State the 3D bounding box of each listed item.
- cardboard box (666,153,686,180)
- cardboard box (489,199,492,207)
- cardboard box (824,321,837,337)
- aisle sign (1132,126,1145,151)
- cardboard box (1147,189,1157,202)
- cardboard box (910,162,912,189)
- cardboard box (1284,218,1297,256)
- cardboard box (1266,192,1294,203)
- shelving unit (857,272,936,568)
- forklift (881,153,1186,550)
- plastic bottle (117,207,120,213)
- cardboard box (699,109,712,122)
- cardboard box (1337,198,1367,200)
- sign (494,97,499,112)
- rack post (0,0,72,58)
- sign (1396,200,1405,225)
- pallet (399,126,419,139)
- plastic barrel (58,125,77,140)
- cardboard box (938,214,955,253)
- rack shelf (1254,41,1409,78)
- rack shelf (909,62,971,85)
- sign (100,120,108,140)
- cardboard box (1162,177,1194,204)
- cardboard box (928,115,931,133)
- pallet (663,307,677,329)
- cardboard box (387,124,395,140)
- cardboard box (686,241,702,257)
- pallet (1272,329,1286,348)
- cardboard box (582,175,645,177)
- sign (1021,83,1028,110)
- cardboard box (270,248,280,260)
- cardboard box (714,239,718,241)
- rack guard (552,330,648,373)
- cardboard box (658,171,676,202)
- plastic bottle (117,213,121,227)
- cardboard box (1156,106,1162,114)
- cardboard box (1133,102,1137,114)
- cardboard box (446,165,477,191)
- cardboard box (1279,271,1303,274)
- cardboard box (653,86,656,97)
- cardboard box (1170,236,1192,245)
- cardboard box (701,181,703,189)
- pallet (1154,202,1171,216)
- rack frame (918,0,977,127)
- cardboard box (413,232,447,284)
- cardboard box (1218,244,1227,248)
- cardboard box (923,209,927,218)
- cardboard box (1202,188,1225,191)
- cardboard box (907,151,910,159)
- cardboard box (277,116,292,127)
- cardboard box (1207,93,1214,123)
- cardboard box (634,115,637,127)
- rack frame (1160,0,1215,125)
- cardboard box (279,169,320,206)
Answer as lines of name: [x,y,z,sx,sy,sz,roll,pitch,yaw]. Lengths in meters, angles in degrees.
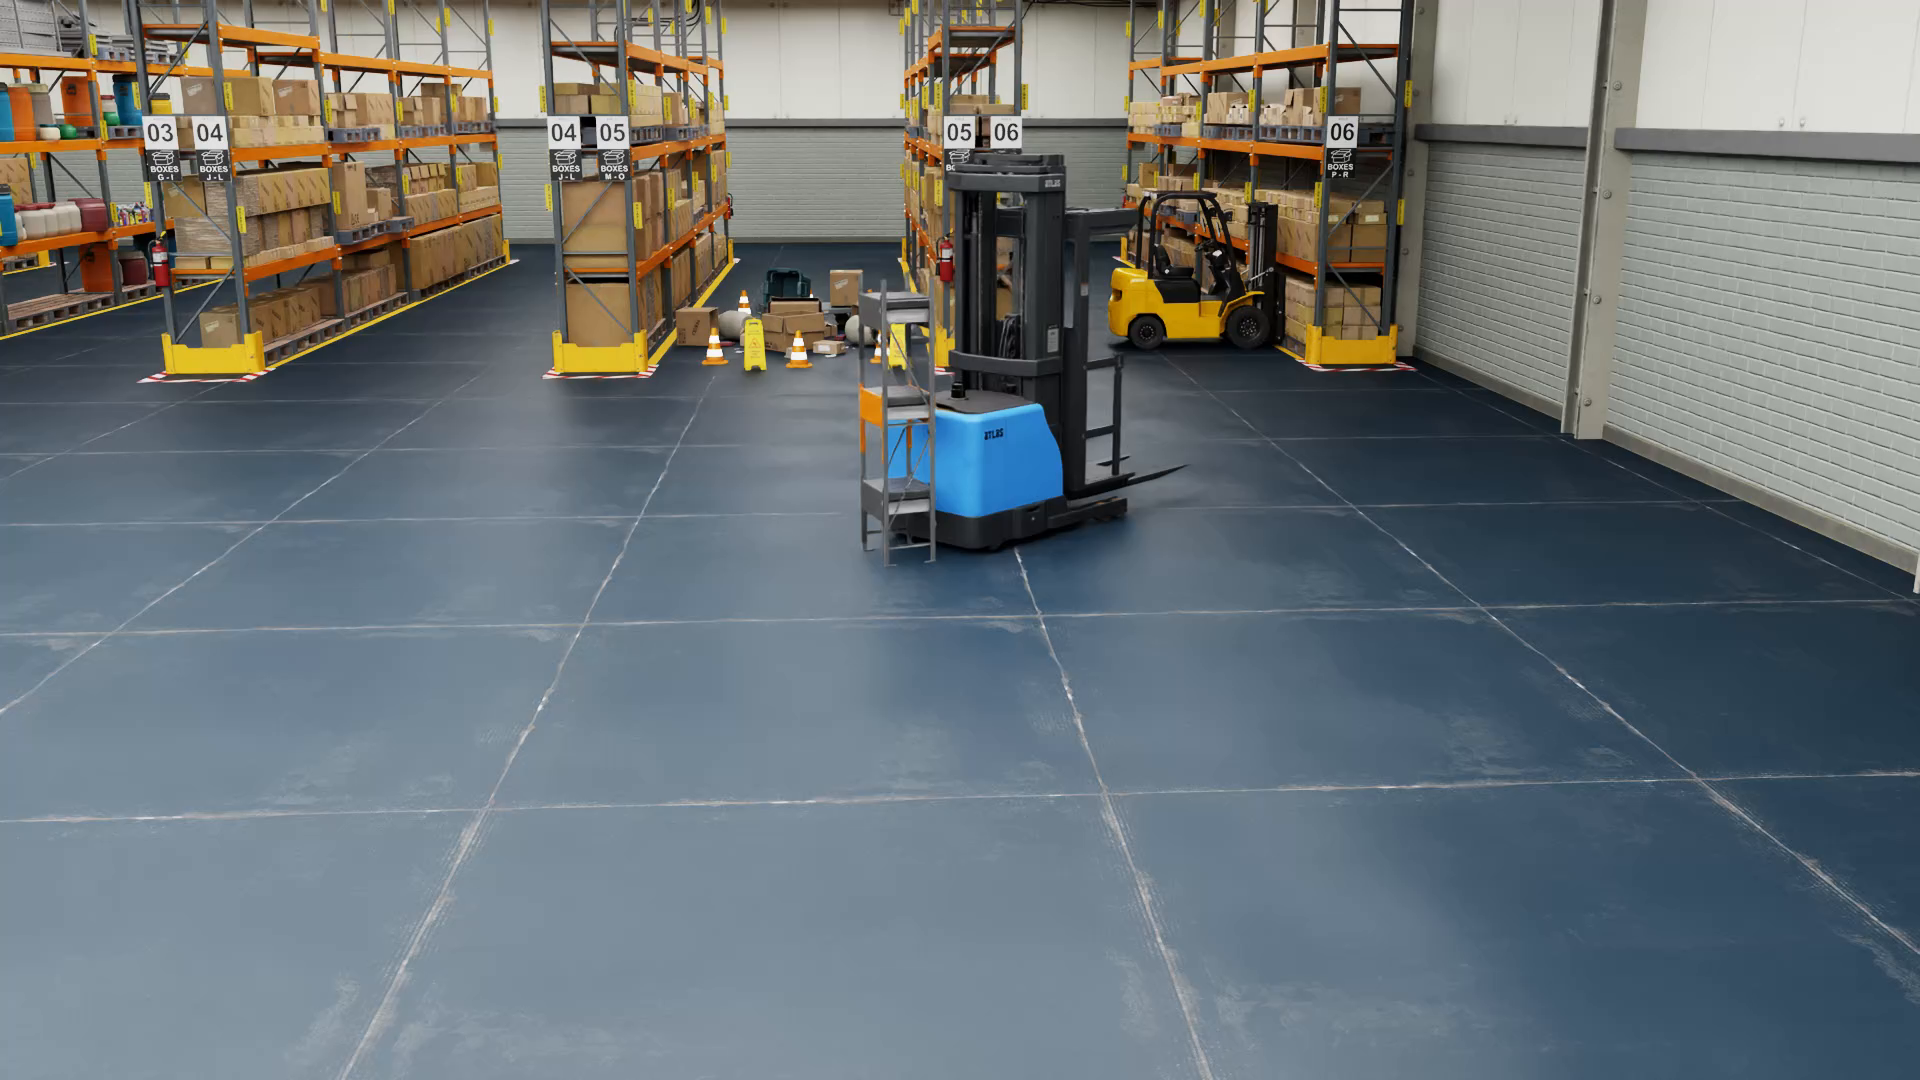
cardboard box: [-5.699,-7.440,33.118,0.500,0.500,0.500,-1,14,-5]
cardboard box: [-10.206,-7.199,35.491,0.380,0.149,0.250,-1,14,-2]
cardboard box: [-2.061,-3.203,24.940,0.258,0.266,0.396,-13,20,-42]
aisle sign: [3.944,-9.096,37.141,0.394,0.787,0.004,-1,14,-3]
cardboard box: [4.168,-7.148,34.493,0.500,0.250,0.500,-1,14,-3]
cardboard box: [-0.725,-7.171,32.669,0.500,0.500,0.500,-1,14,-3]
cardboard box: [4.885,-4.268,23.396,0.500,0.500,0.500,-1,14,-4]
cardboard box: [4.753,-5.070,24.613,0.380,0.149,0.250,-1,14,-2]
shelving unit: [-0.465,-0.890,12.271,0.431,2.100,0.503,-6,16,-22]
forklift: [0.736,-1.642,13.525,1.130,2.935,3.031,13,19,40]
plastic bottle: [-15.444,-5.976,30.490,0.097,0.271,0.097,0,14,0]
cardboard box: [-5.190,-8.396,32.916,0.500,0.250,0.500,0,14,-2]
cardboard box: [5.411,-4.631,22.907,0.380,0.149,0.250,-1,14,-3]
sign: [-10.062,-9.442,36.065,0.100,0.325,0.005,-1,14,-3]
rack post: [-15.012,-8.023,25.750,1.013,1.000,3.121,-1,14,-3]
sign: [5.786,-4.310,21.861,0.100,0.325,0.005,-1,14,-3]
pallet: [-10.201,-7.125,29.057,1.213,0.211,1.003,0,14,-1]
plastic barrel: [-14.985,-6.845,27.900,0.294,0.245,0.294,0,14,0]
cardboard box: [-0.030,-4.091,22.108,0.500,0.500,0.500,-1,14,-4]
rack shelf: [5.108,-6.706,23.276,1.077,0.370,4.000,-1,14,-3]
rack shelf: [-0.341,-8.618,30.707,1.077,0.370,4.000,-1,14,-3]
sign: [-14.503,-6.940,28.170,0.100,0.325,0.005,-1,14,-3]
cardboard box: [4.328,-6.829,32.504,0.700,0.500,0.500,-1,14,-3]
cardboard box: [-0.216,-6.173,24.682,0.500,0.250,0.500,-1,14,-5]
pallet: [-5.027,-3.501,26.210,1.003,0.211,1.213,-1,14,-3]
cardboard box: [-9.834,-6.870,27.988,0.500,0.250,0.500,-1,14,-3]
cardboard box: [-4.984,-5.313,30.324,0.500,0.250,0.500,-1,14,-4]
pallet: [5.070,-2.987,24.212,1.003,0.211,1.213,-1,14,-3]
cardboard box: [-4.828,-4.761,23.043,0.875,0.550,0.500,-1,14,-3]
sign: [0.820,-5.652,21.200,0.100,0.325,0.005,-1,14,-3]
cardboard box: [-9.477,-3.878,22.584,0.380,0.149,0.250,-1,14,-3]
cardboard box: [-5.285,-6.239,34.940,0.380,0.149,0.250,-1,14,-3]
rack guard: [-4.654,-2.449,21.543,1.175,0.500,0.348,-1,14,-3]
cardboard box: [-5.067,-5.823,27.431,0.700,0.500,0.500,-1,14,-4]
plastic bottle: [-14.736,-5.607,29.058,0.097,0.271,0.097,0,14,0]
cardboard box: [4.069,-8.475,32.791,0.380,0.149,0.250,0,14,-2]
cardboard box: [4.030,-9.350,36.025,0.500,0.250,0.500,-1,14,-4]
cardboard box: [-10.190,-7.409,34.000,0.500,0.500,0.500,-1,14,-5]
cardboard box: [4.765,-3.820,24.522,0.500,0.250,0.500,0,14,-2]
cardboard box: [-4.517,-6.356,23.552,0.380,0.149,0.250,-1,14,-2]
cardboard box: [4.367,-5.912,32.855,0.380,0.149,0.250,-2,15,-6]
cardboard box: [-5.162,-6.857,32.123,0.380,0.149,0.250,-1,14,-5]
pallet: [4.429,-6.536,32.795,1.003,0.211,1.213,-1,14,-3]
rack frame: [-0.217,-8.663,28.635,1.000,3.000,0.127,-1,14,-3]
cardboard box: [-10.178,-5.172,30.530,1.225,0.875,0.875,-1,14,-3]
cardboard box: [4.930,-5.403,30.879,0.380,0.149,0.250,-1,14,-3]
cardboard box: [-0.431,-5.547,28.226,0.380,0.149,0.250,-1,14,-3]
cardboard box: [4.462,-6.113,29.265,0.380,0.149,0.250,0,14,-2]
cardboard box: [-0.913,-8.115,35.036,0.380,0.149,0.250,-1,14,-5]
cardboard box: [-9.465,-5.778,22.946,0.380,0.149,0.250,0,14,-1]
cardboard box: [4.538,-7.404,28.518,0.500,0.500,0.500,-1,14,-3]
cardboard box: [-4.374,-5.402,21.444,0.380,0.149,0.250,-1,14,-3]
rack frame: [4.489,-9.735,32.803,1.000,3.000,0.127,-1,14,-3]
cardboard box: [-9.526,-5.054,23.846,0.500,0.500,0.500,-1,14,-3]
